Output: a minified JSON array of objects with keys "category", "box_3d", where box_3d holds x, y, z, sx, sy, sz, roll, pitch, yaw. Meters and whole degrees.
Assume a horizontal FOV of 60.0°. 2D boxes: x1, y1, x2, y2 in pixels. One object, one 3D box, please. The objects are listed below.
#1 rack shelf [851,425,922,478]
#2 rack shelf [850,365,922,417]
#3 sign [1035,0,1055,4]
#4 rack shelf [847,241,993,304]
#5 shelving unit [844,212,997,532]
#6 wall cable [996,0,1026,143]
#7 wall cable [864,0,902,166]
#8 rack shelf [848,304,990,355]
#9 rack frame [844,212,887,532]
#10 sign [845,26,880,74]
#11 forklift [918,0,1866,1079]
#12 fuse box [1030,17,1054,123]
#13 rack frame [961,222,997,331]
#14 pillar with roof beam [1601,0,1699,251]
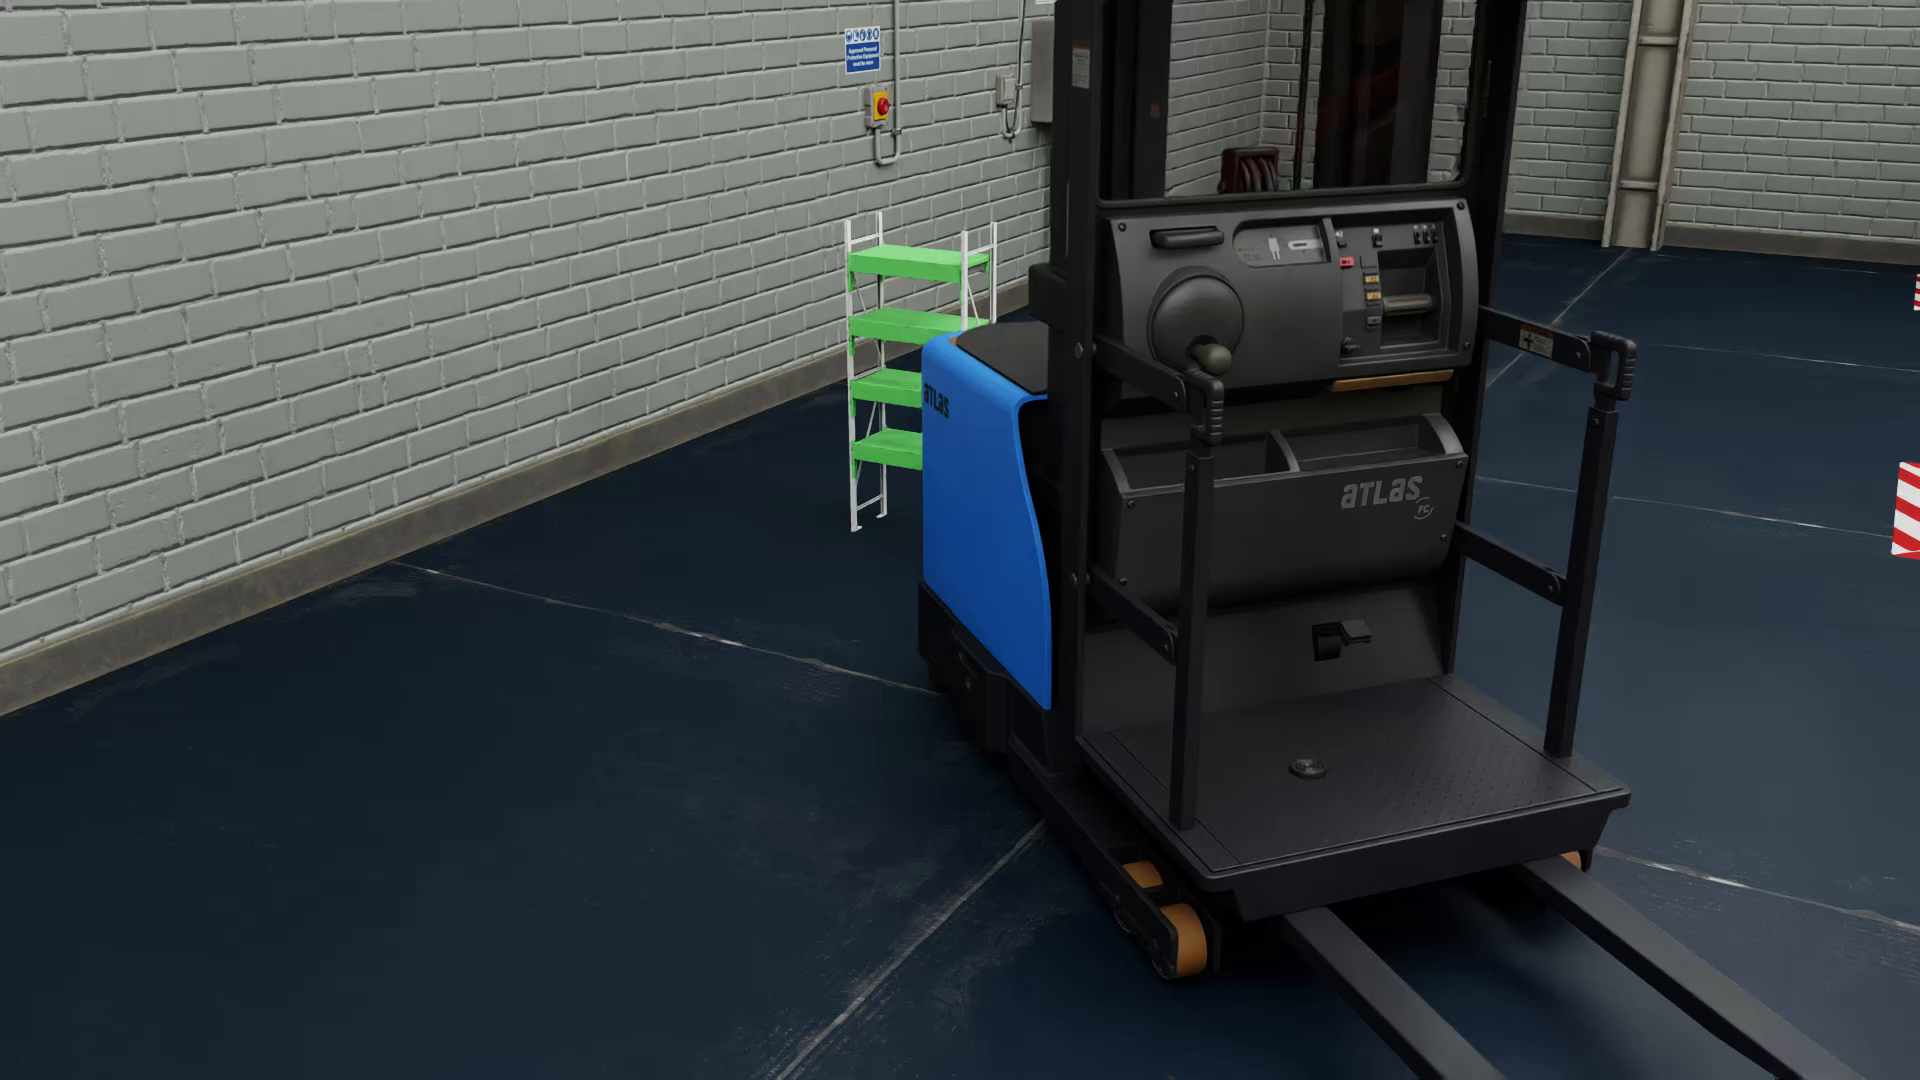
[{"category":"rack shelf","box_3d":[-0.145,-0.306,6.340,0.480,0.148,0.258,11,23,27]},{"category":"rack shelf","box_3d":[-0.145,-0.532,6.258,0.480,0.148,0.258,11,23,27]},{"category":"sign","box_3d":[0.532,-3.354,10.003,0.001,0.242,0.339,11,23,27]},{"category":"rack shelf","box_3d":[-0.145,-0.983,6.095,0.480,0.148,0.258,11,23,27]},{"category":"shelving unit","box_3d":[-0.145,-0.592,6.236,0.503,1.200,0.258,11,23,27]},{"category":"wall cable","box_3d":[0.269,-3.249,9.433,0.122,1.984,0.588,11,23,27]},{"category":"wall cable","box_3d":[-0.412,-2.839,8.258,0.123,1.953,0.585,11,23,27]},{"category":"rack shelf","box_3d":[-0.145,-0.757,6.176,0.480,0.148,0.258,11,23,27]},{"category":"rack frame","box_3d":[-0.358,-0.632,6.348,0.015,1.200,0.240,11,23,27]},{"category":"sign","box_3d":[-0.489,-2.470,8.379,0.001,0.218,0.327,11,23,27]},{"category":"forklift","box_3d":[0.853,-0.563,3.620,1.130,2.935,3.031,-7,21,-19]},{"category":"fuse box","box_3d":[0.740,-2.343,10.314,0.414,1.711,0.539,11,23,27]},{"category":"rack frame","box_3d":[0.069,-0.551,6.125,0.015,1.200,0.240,11,23,27]},{"category":"pillar with roof beam","box_3d":[2.926,-5.150,7.366,0.400,9.000,9.100,11,23,27]}]
